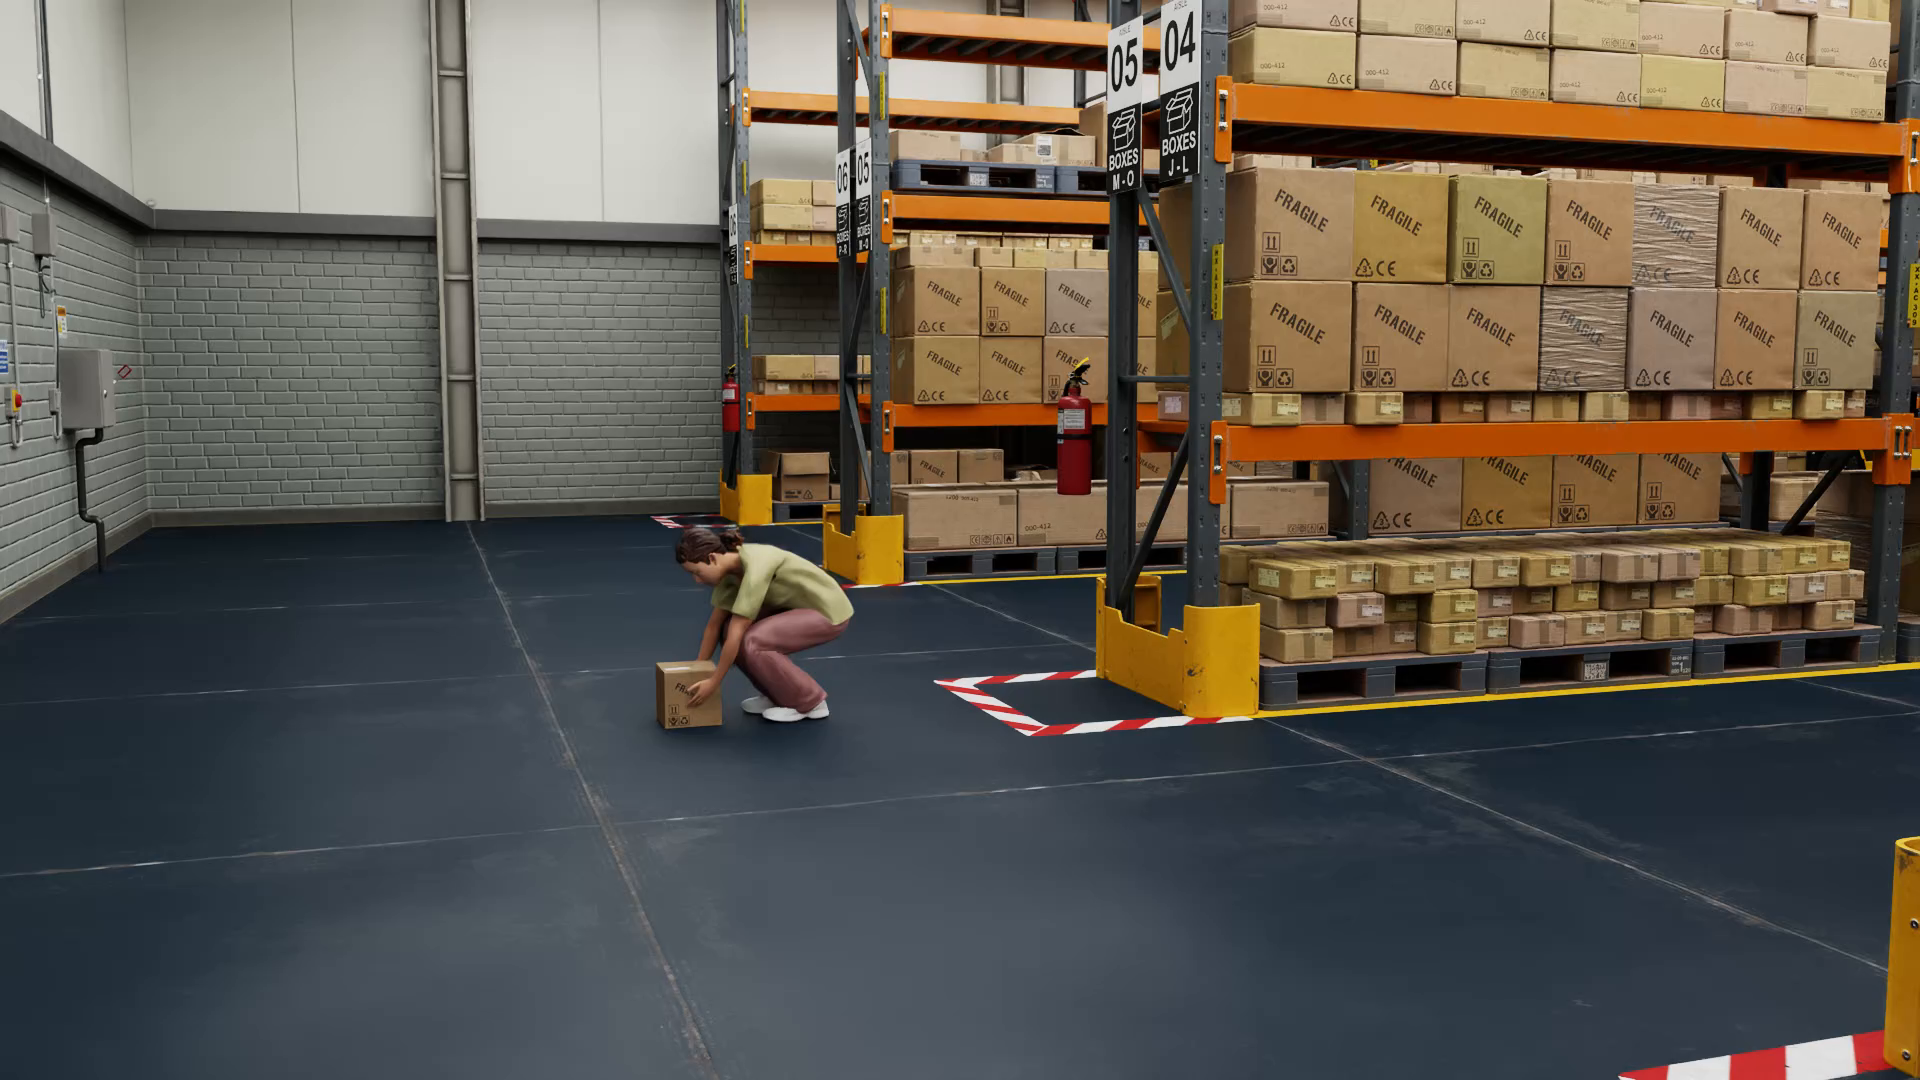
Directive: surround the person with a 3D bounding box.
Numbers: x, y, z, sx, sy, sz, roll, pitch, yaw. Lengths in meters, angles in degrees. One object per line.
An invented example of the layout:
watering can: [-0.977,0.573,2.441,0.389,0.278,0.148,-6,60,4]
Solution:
person: [-0.869,0.366,7.413,0.801,0.873,0.480,-2,6,-19]
